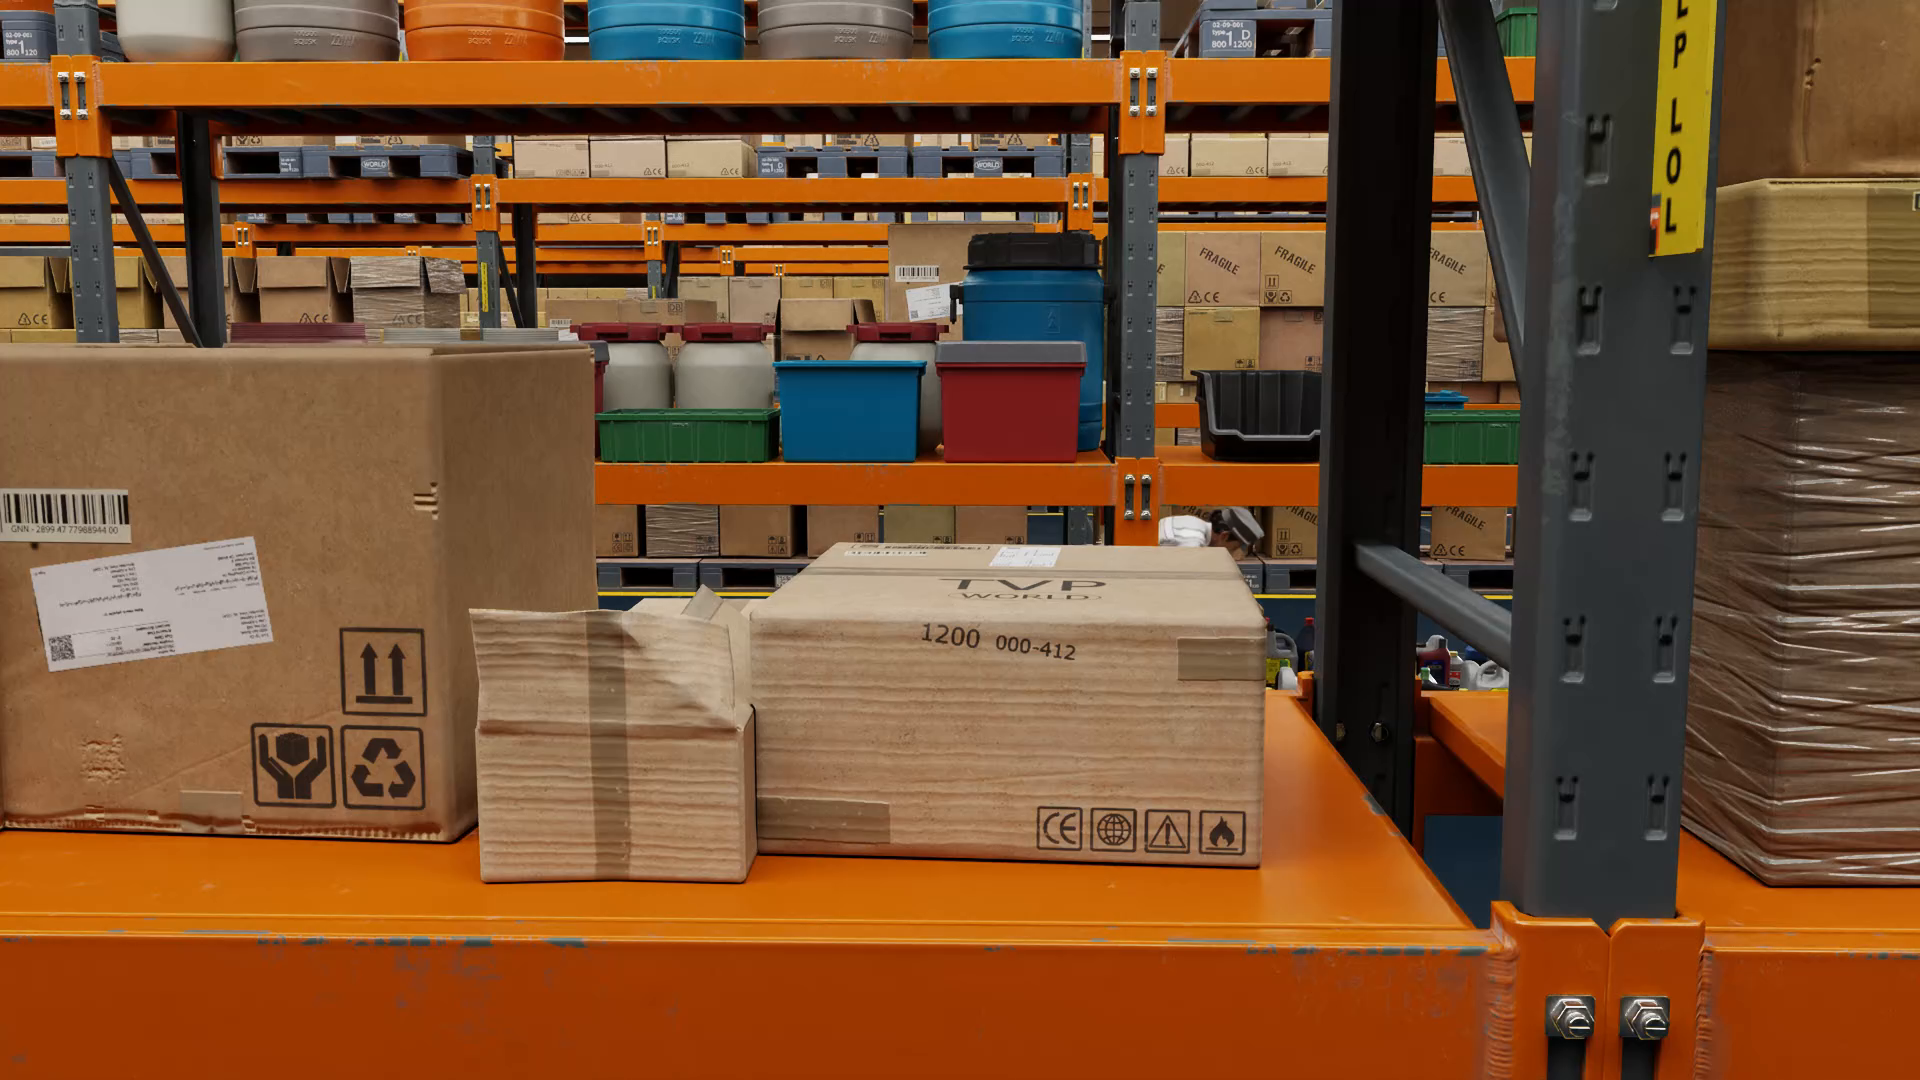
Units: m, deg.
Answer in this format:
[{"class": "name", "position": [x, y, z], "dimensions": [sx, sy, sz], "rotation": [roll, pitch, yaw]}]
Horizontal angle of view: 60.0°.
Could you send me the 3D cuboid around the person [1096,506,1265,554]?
[{"class": "person", "position": [1.070, 0.275, 8.358], "dimensions": [0.898, 0.976, 0.459], "rotation": [2, 8, 15]}]
